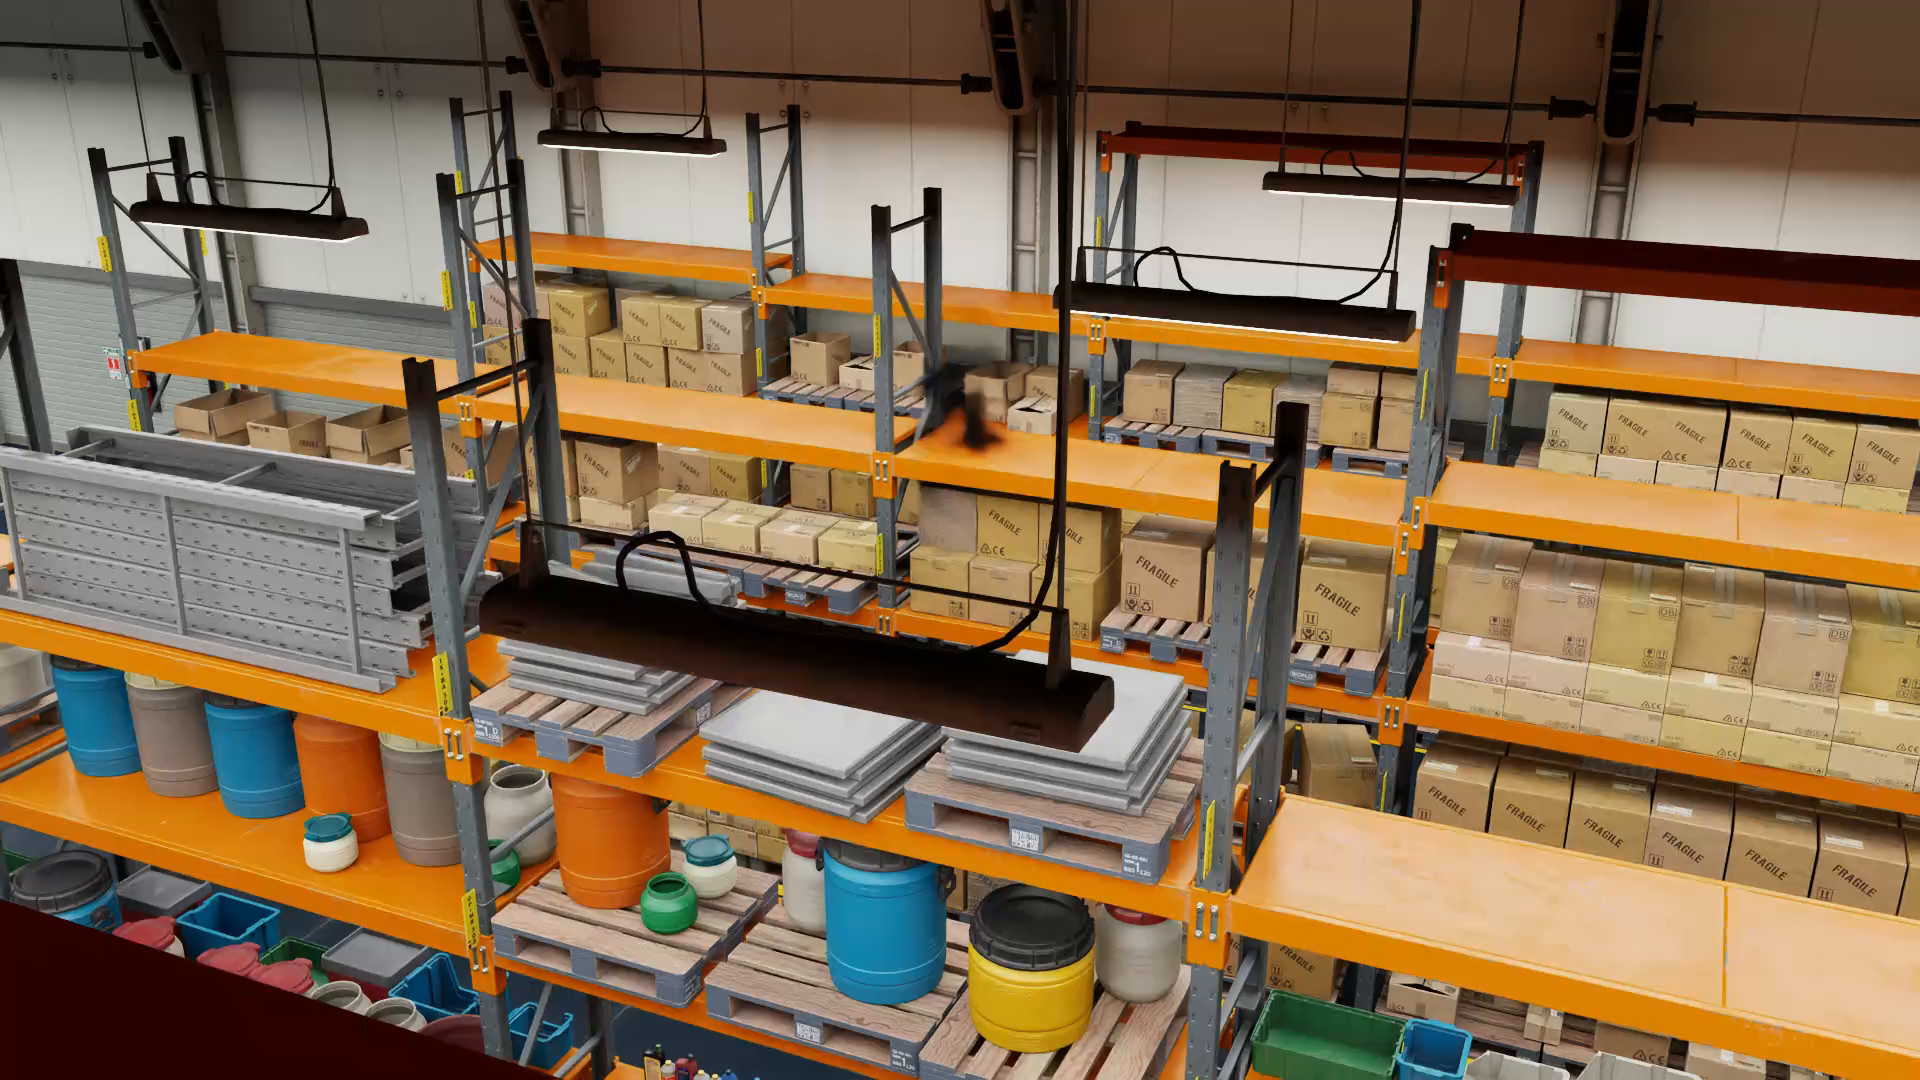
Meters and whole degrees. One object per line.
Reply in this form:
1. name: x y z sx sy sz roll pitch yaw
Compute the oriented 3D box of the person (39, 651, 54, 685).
1. person: -9.535 1.014 17.638 0.839 1.699 0.576 -17 27 -38
